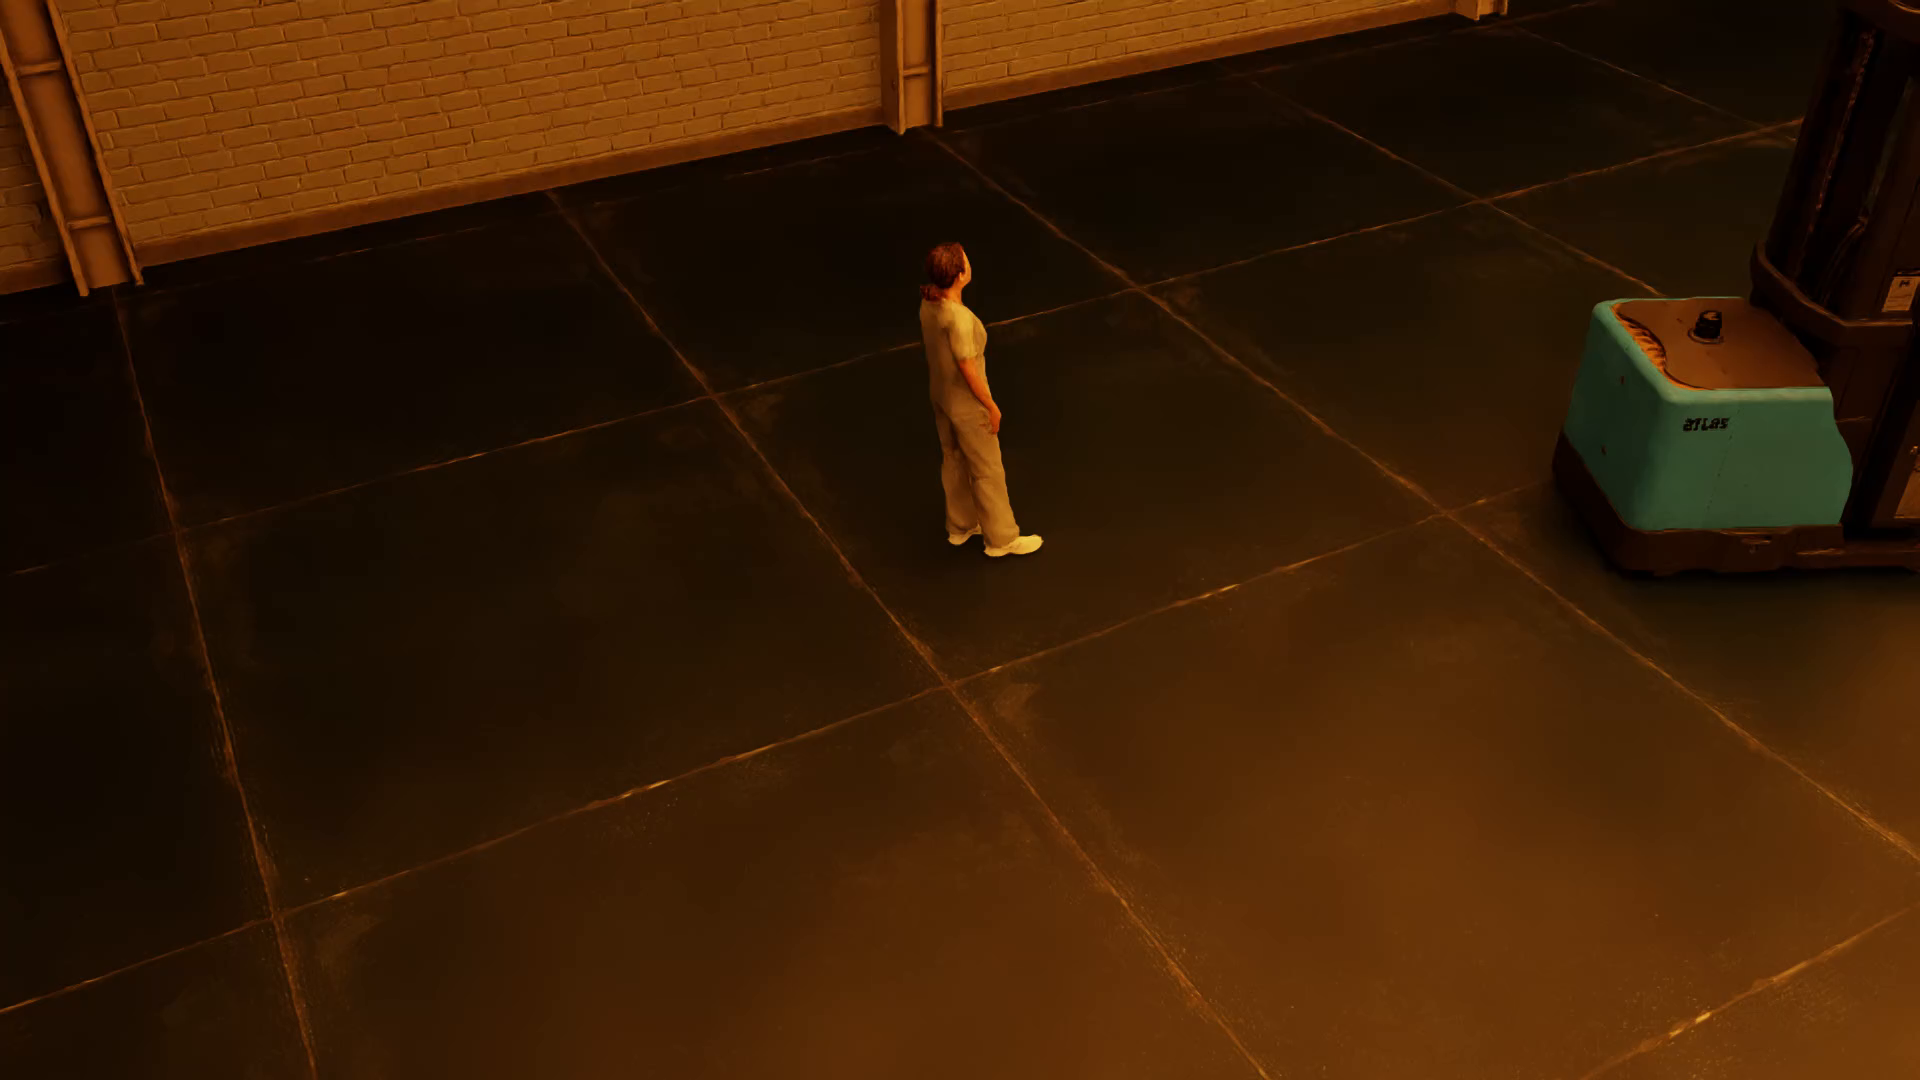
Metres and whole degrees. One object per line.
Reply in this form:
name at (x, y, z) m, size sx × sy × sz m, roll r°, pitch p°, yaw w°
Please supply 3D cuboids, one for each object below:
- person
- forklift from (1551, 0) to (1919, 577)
person at (0.072, -0.703, 8.193) m, size 0.548 × 1.674 × 0.550 m, roll -17°, pitch 39°, yaw -23°
forklift at (4.773, -1.332, 8.008) m, size 3.031 × 2.935 × 1.130 m, roll -2°, pitch 35°, yaw -3°
